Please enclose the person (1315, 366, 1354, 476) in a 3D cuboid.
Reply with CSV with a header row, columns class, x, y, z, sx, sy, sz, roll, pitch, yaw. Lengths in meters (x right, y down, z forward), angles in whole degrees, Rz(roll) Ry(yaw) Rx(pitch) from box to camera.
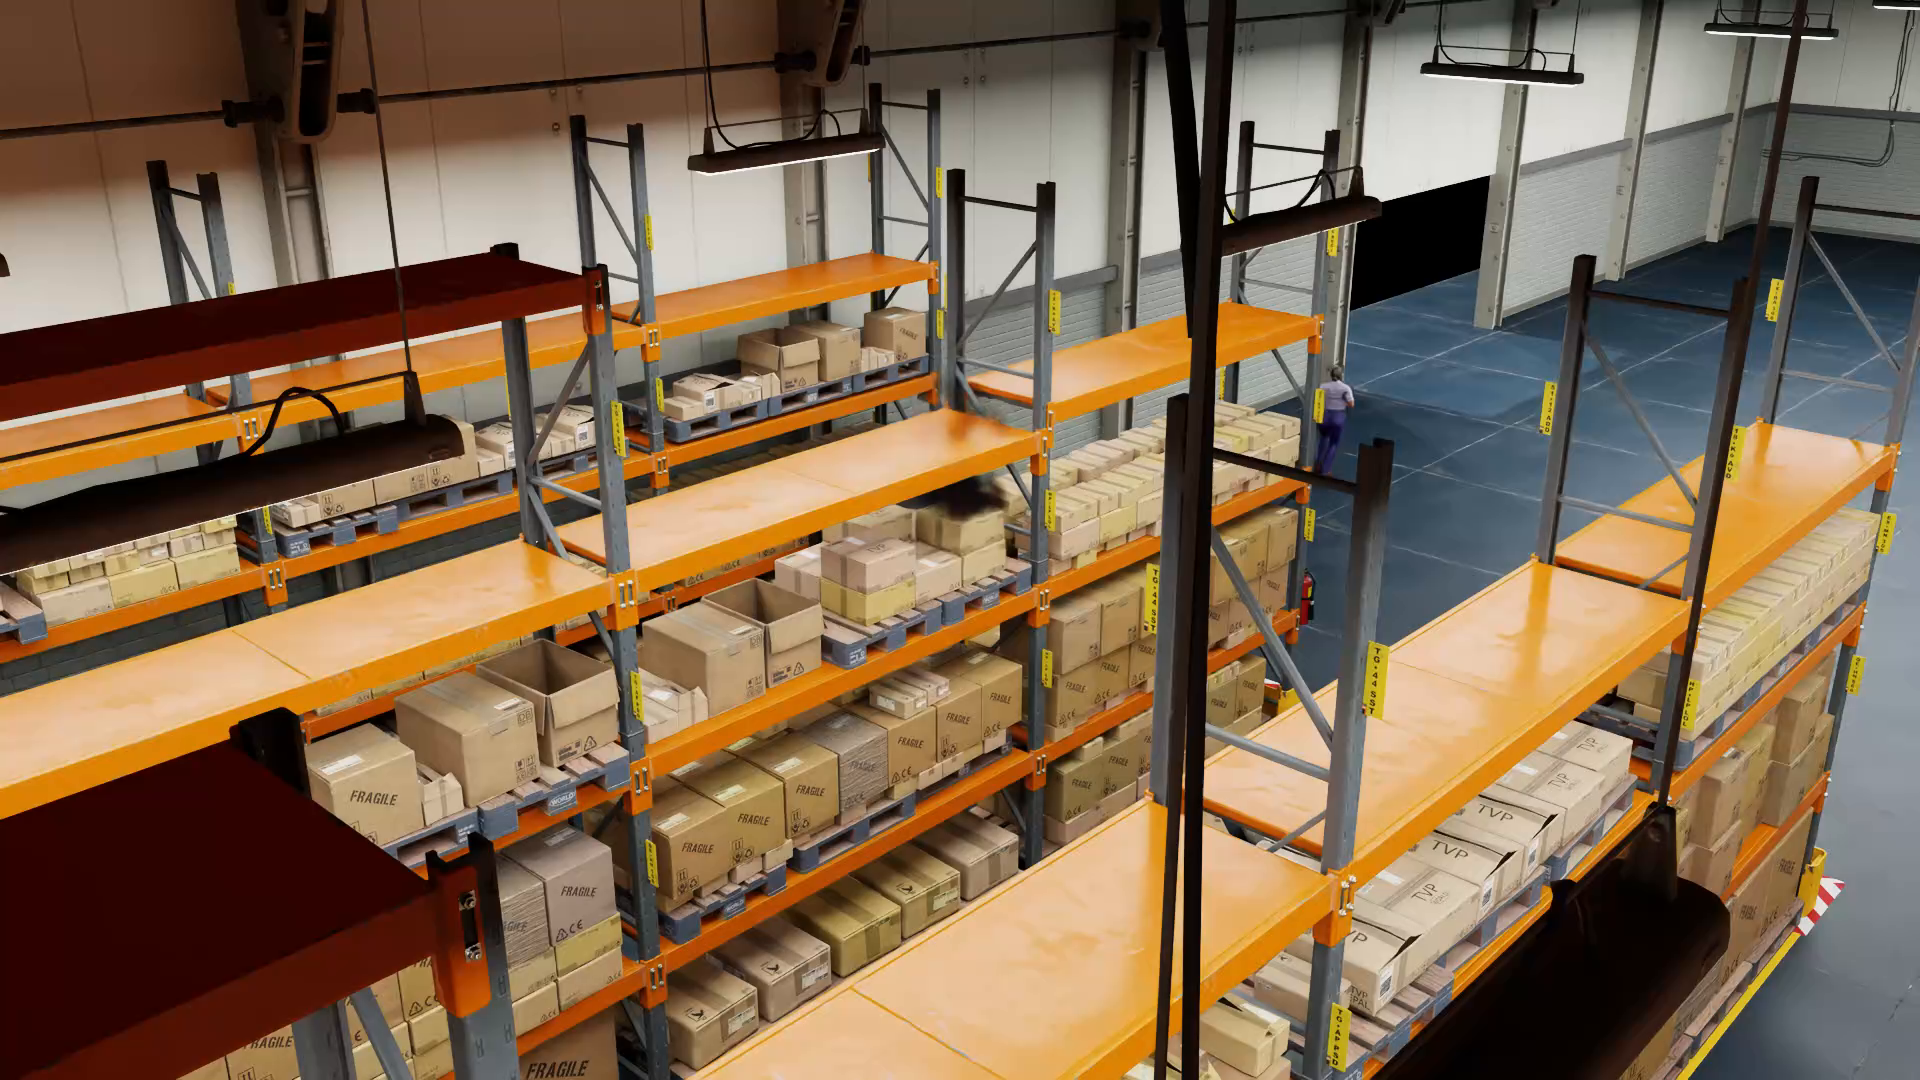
class,x,y,z,sx,sy,sz,roll,pitch,yaw
person,5.428,-1.723,24.246,0.593,1.668,0.686,11,24,27
